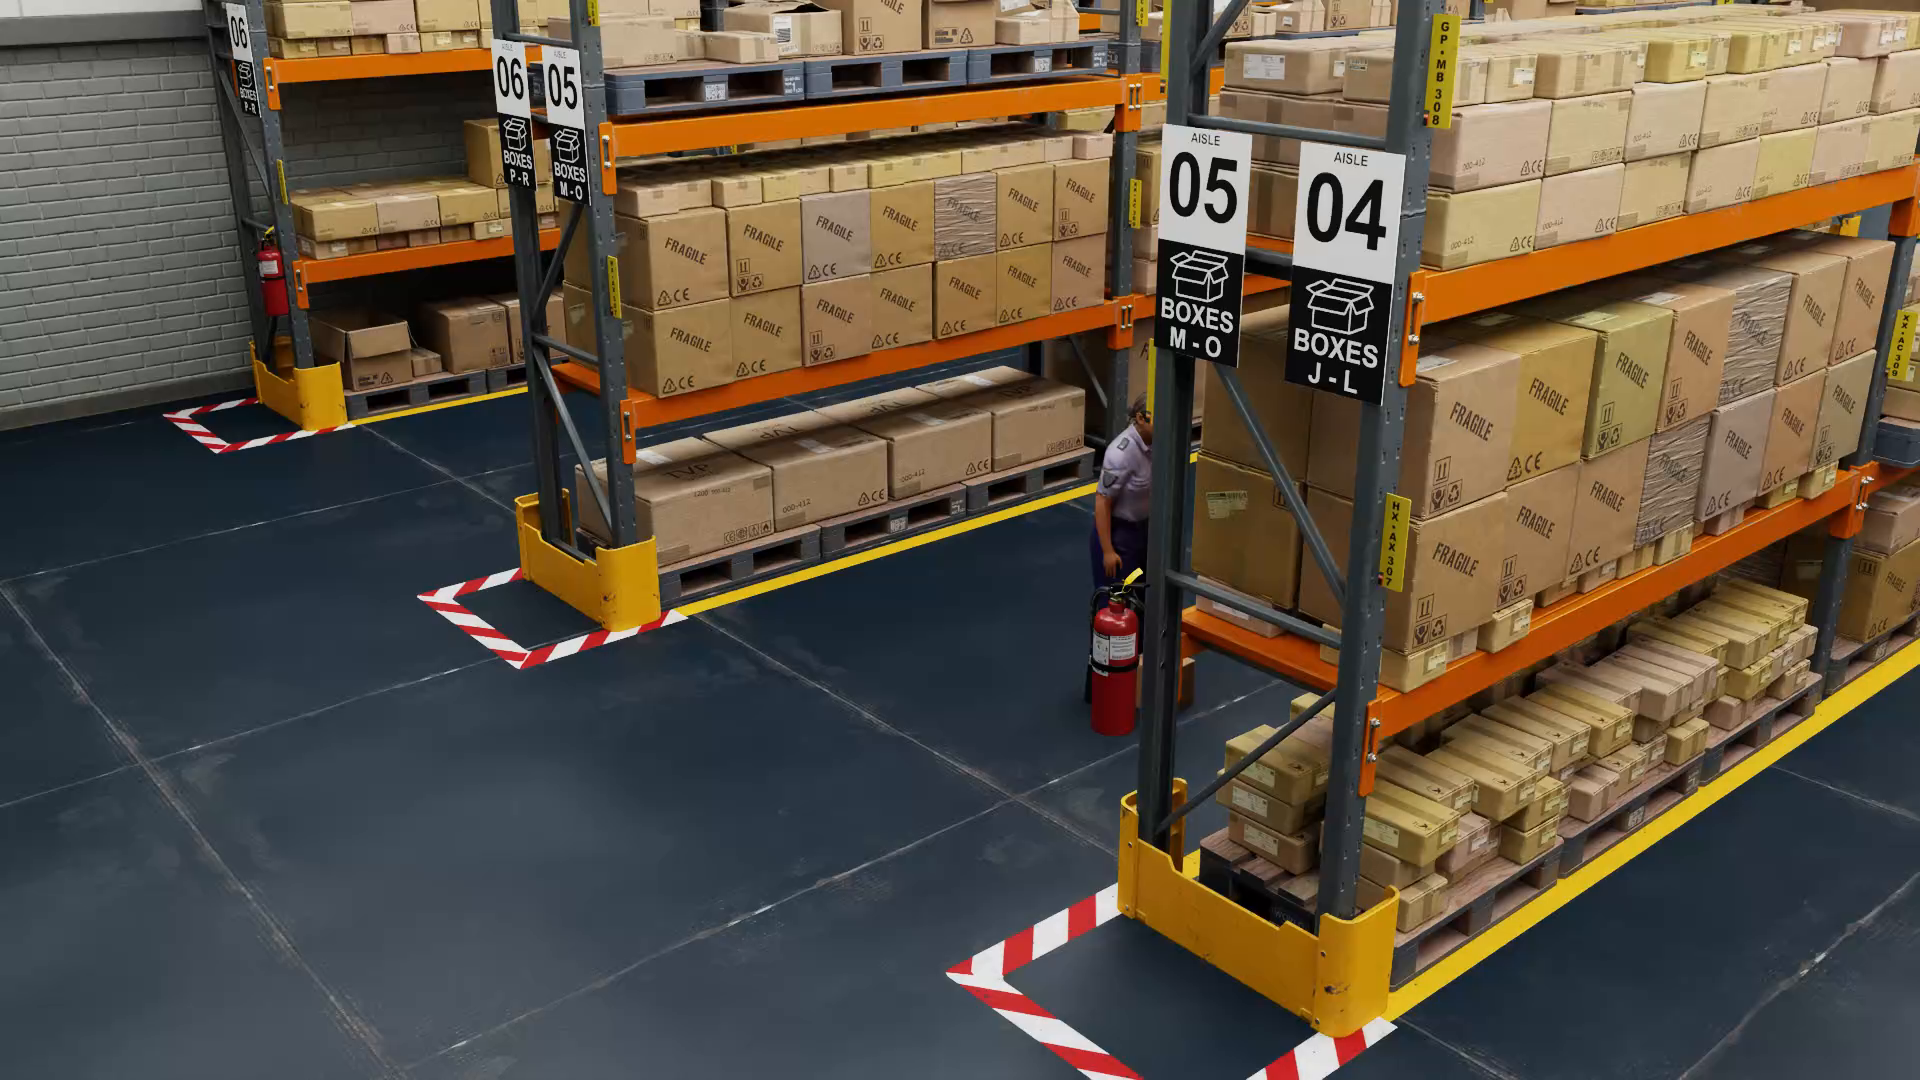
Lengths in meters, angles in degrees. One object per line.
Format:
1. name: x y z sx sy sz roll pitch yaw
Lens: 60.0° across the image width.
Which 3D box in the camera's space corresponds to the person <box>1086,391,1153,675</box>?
1. person: 0.901 0.033 8.528 0.564 1.637 0.423 -19 28 -40
